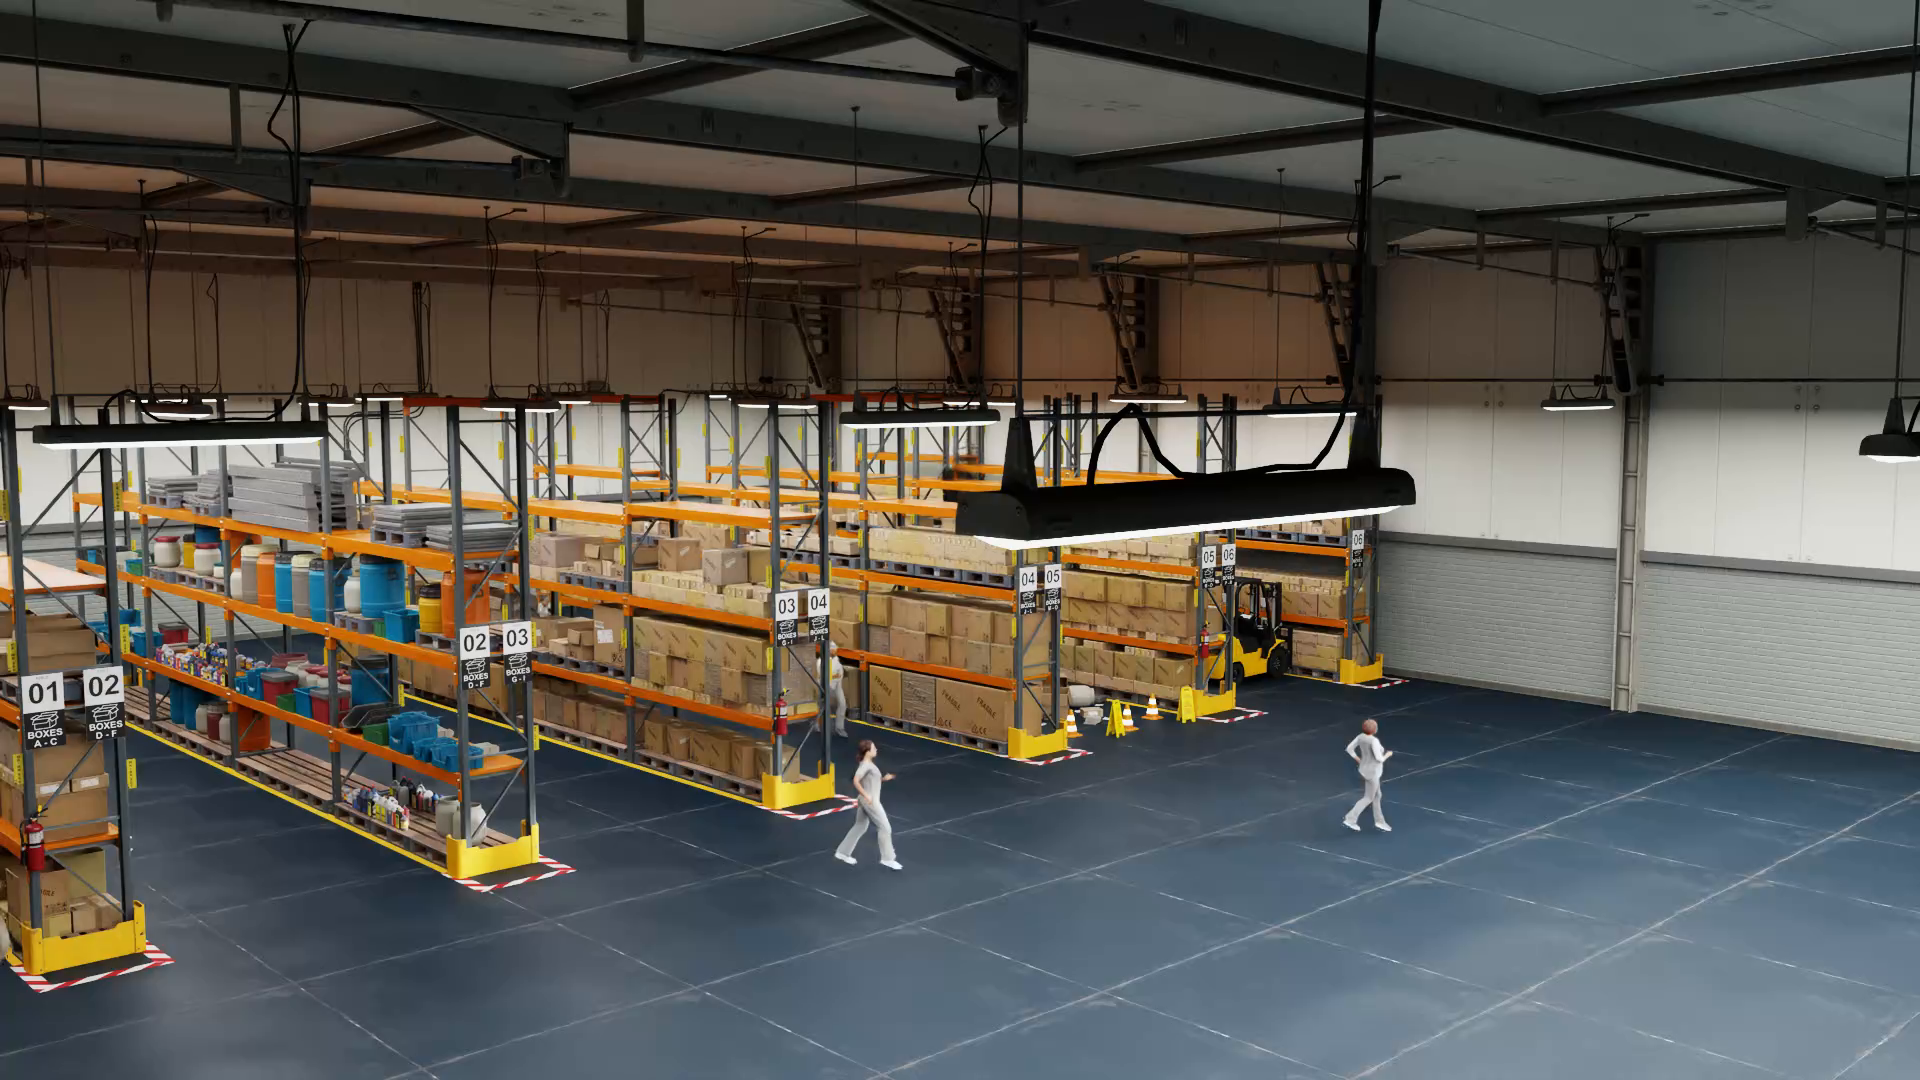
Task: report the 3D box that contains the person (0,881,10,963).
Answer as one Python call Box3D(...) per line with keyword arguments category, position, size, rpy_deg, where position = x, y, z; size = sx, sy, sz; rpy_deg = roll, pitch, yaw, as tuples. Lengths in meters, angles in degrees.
Box3D(category="person", position=(-10.044, 3.857, 17.026), size=(0.747, 1.788, 0.658), rpy_deg=(1, 6, 10))

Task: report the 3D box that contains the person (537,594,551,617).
Box3D(category="person", position=(-9.390, 1.987, 36.955), size=(0.975, 1.636, 0.652), rpy_deg=(4, 7, 39))

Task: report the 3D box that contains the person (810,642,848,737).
Box3D(category="person", position=(-2.322, 2.663, 29.575), size=(0.804, 1.728, 0.556), rpy_deg=(5, 7, 41))

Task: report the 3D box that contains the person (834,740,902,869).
Box3D(category="person", position=(-1.186, 3.411, 21.436), size=(0.875, 1.701, 0.550), rpy_deg=(-1, 6, -14))

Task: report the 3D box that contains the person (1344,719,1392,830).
Box3D(category="person", position=(5.686, 3.279, 23.101), size=(0.798, 1.612, 0.532), rpy_deg=(-2, 6, -16))
